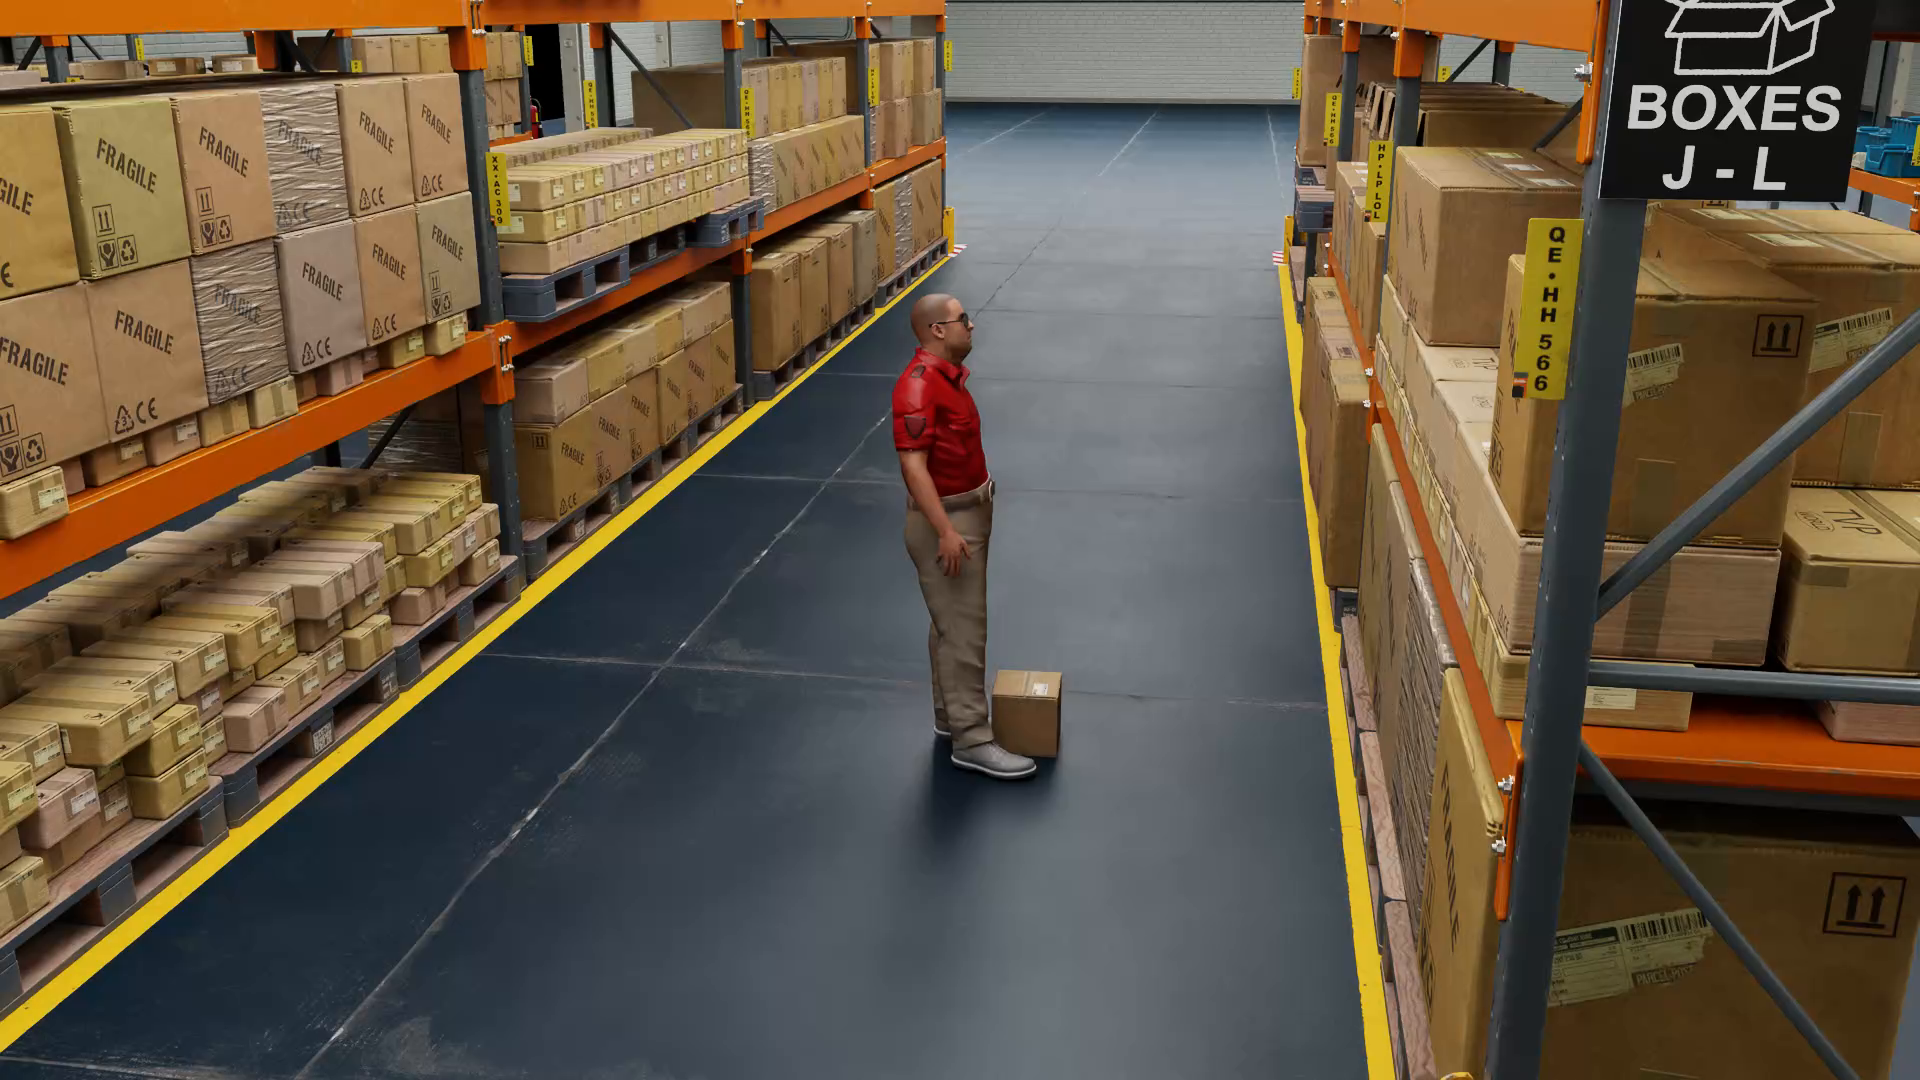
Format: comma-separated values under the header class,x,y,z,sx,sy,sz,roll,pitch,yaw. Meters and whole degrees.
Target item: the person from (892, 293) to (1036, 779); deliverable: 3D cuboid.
class,x,y,z,sx,sy,sz,roll,pitch,yaw
person,0.052,-0.042,6.184,0.551,1.727,0.640,3,18,9
